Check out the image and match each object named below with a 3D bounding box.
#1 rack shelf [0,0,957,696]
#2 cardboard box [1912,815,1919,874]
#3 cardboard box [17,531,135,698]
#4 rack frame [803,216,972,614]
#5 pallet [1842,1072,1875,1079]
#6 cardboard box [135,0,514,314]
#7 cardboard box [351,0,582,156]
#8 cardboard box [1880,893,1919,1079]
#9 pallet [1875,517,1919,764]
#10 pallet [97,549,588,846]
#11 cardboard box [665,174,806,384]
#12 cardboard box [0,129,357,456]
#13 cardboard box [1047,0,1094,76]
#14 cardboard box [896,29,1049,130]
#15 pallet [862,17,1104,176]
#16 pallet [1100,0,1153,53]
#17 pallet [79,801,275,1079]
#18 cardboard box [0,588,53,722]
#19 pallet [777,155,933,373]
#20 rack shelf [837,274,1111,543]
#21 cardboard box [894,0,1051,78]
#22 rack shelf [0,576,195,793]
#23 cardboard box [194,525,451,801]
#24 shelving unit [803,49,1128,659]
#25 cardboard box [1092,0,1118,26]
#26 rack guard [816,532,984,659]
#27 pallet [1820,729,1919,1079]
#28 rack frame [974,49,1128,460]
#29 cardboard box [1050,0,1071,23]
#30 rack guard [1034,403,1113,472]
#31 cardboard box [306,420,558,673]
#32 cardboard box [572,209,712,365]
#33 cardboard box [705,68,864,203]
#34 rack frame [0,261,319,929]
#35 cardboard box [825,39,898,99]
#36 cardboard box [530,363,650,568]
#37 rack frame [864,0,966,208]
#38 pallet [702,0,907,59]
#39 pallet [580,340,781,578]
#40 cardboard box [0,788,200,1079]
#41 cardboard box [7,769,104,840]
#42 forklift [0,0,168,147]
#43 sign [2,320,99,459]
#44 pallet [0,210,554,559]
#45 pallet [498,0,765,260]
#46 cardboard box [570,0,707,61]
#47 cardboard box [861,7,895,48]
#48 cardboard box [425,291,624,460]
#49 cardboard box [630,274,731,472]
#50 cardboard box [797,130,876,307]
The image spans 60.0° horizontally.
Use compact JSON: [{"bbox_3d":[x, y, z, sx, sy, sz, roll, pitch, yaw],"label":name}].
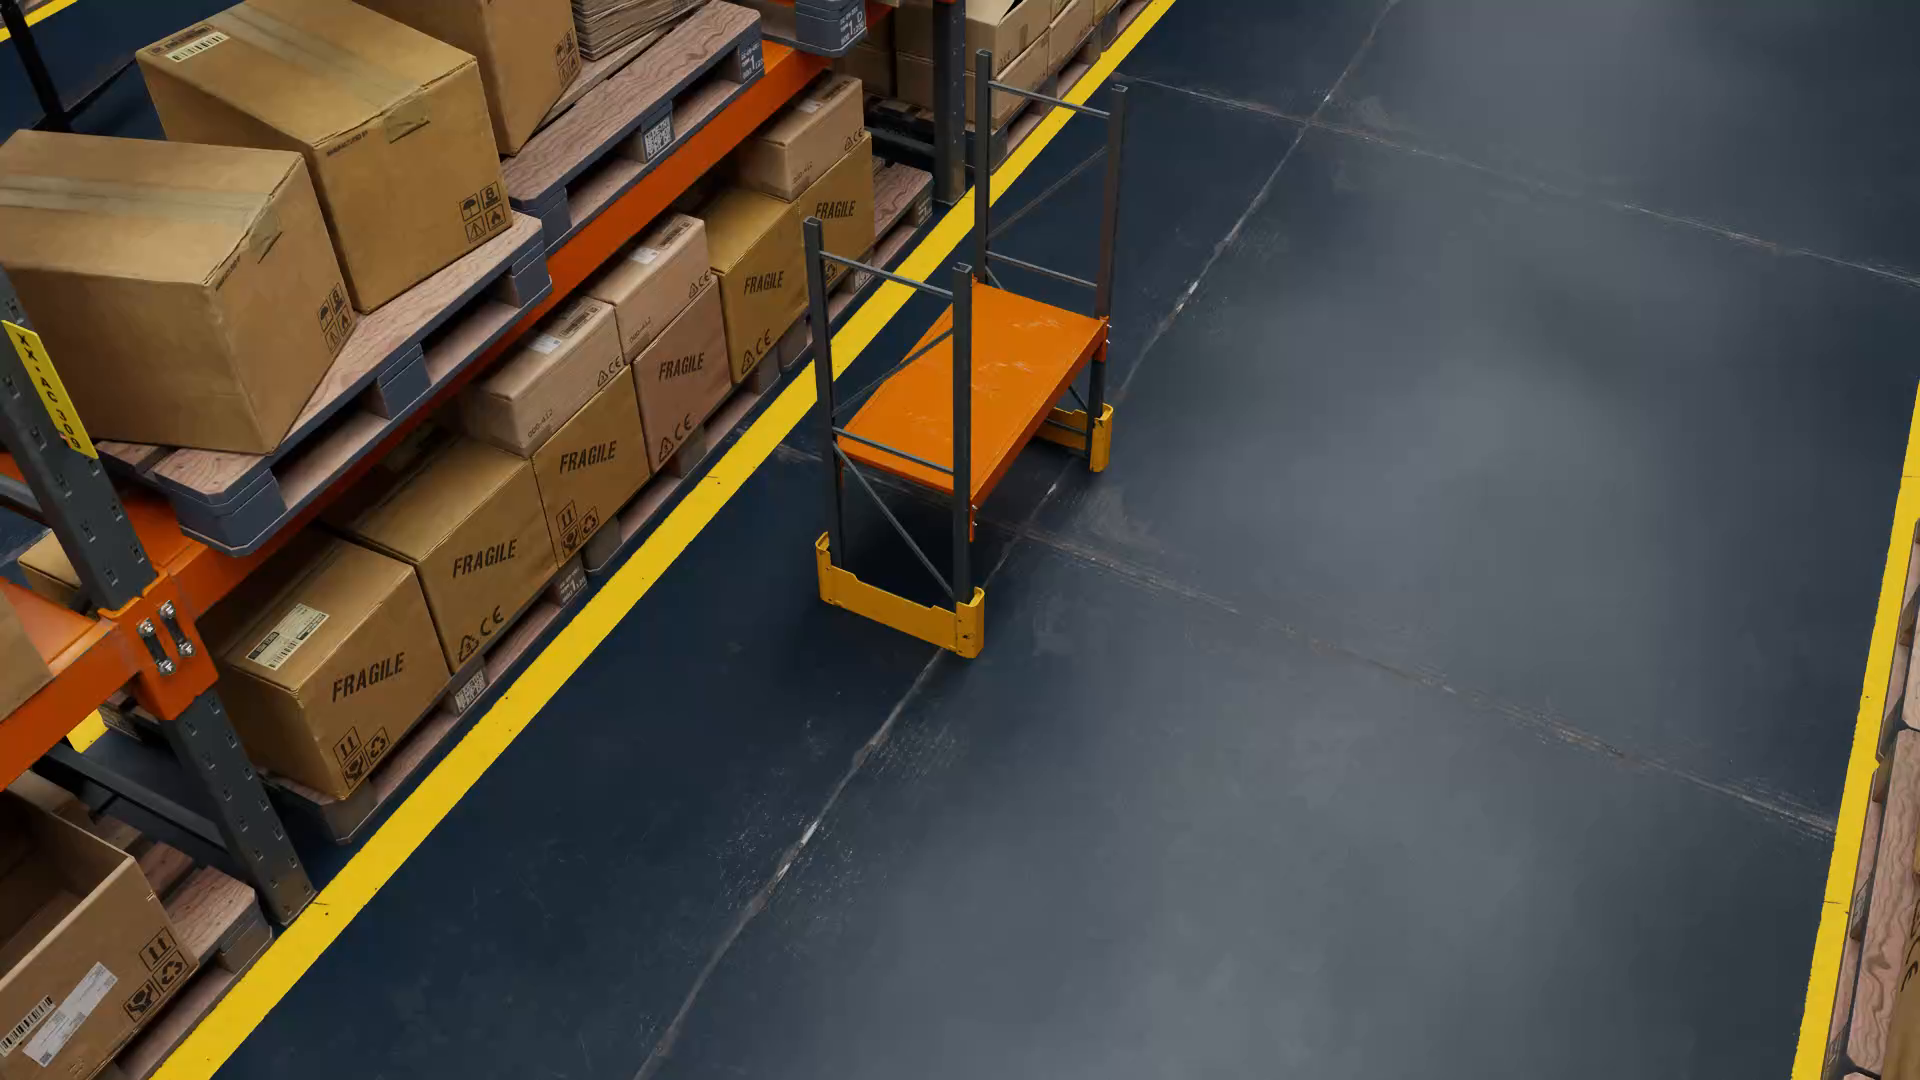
[{"bbox_3d":[-1.375,-1.174,5.307,1.077,0.370,4.000,20,49,19],"label":"rack shelf"},{"bbox_3d":[3.073,0.524,4.339,0.750,0.750,0.750,20,49,19],"label":"cardboard box"},{"bbox_3d":[-2.328,0.151,4.940,0.500,0.500,0.500,20,49,19],"label":"cardboard box"},{"bbox_3d":[-0.196,-0.261,4.953,0.500,1.500,0.032,20,49,19],"label":"rack frame"},{"bbox_3d":[2.378,1.935,3.689,1.003,0.211,1.213,20,49,19],"label":"pallet"},{"bbox_3d":[-1.622,-1.029,4.292,0.700,0.500,0.500,28,52,25],"label":"cardboard box"},{"bbox_3d":[-1.538,-1.483,4.741,0.700,0.500,0.500,9,46,9],"label":"cardboard box"},{"bbox_3d":[2.683,1.061,3.809,0.750,0.750,0.750,22,49,20],"label":"cardboard box"},{"bbox_3d":[3.510,0.398,5.208,1.003,0.211,1.213,20,49,19],"label":"pallet"},{"bbox_3d":[-1.959,0.288,5.317,1.003,0.211,1.213,20,49,19],"label":"pallet"},{"bbox_3d":[-0.913,-0.970,6.048,0.500,0.500,0.500,19,48,18],"label":"cardboard box"},{"bbox_3d":[-1.885,-0.574,3.843,0.700,0.500,0.500,6,46,6],"label":"cardboard box"},{"bbox_3d":[0.290,-2.418,7.669,0.500,0.250,0.500,19,48,18],"label":"cardboard box"},{"bbox_3d":[0.057,-2.101,7.356,0.500,0.250,0.500,20,49,19],"label":"cardboard box"},{"bbox_3d":[-0.029,-2.213,7.788,1.003,0.211,1.213,20,49,19],"label":"pallet"},{"bbox_3d":[0.538,-2.978,8.545,1.003,0.211,1.213,20,49,19],"label":"pallet"},{"bbox_3d":[-2.623,1.245,4.371,1.003,0.211,1.213,20,49,19],"label":"pallet"},{"bbox_3d":[-2.308,0.197,3.376,0.500,0.500,0.500,21,49,20],"label":"cardboard box"},{"bbox_3d":[-0.826,-1.249,6.836,1.003,0.211,1.213,20,49,19],"label":"pallet"},{"bbox_3d":[0.040,-0.455,5.398,0.538,0.185,1.000,20,49,19],"label":"rack shelf"},{"bbox_3d":[0.057,-2.298,7.156,0.500,0.311,0.500,22,49,20],"label":"cardboard box"},{"bbox_3d":[-3.231,1.346,2.817,1.077,0.370,4.000,20,49,19],"label":"rack shelf"},{"bbox_3d":[-1.863,0.333,4.760,0.500,0.500,0.500,18,48,17],"label":"cardboard box"},{"bbox_3d":[0.035,-0.575,5.264,0.587,1.500,1.083,20,49,19],"label":"shelving unit"},{"bbox_3d":[0.526,-2.748,7.994,0.500,0.250,0.500,19,48,18],"label":"cardboard box"},{"bbox_3d":[-0.196,0.178,5.398,0.587,0.250,0.087,20,49,19],"label":"rack guard"},{"bbox_3d":[2.943,1.164,4.451,1.003,0.211,1.213,20,49,19],"label":"pallet"},{"bbox_3d":[0.276,-0.901,5.586,0.500,1.500,0.032,20,49,19],"label":"rack frame"},{"bbox_3d":[0.293,-2.632,7.486,0.500,0.311,0.500,19,48,18],"label":"cardboard box"},{"bbox_3d":[0.267,-0.450,6.019,0.587,0.250,0.087,20,49,19],"label":"rack guard"},{"bbox_3d":[-1.625,-0.007,5.096,0.500,0.500,0.500,21,49,20],"label":"cardboard box"},{"bbox_3d":[-1.166,-0.877,5.429,0.500,0.250,0.500,20,49,18],"label":"cardboard box"},{"bbox_3d":[-0.695,-1.523,6.067,0.500,0.250,0.500,22,49,21],"label":"cardboard box"},{"bbox_3d":[-2.303,-0.167,3.806,1.000,3.000,0.127,20,49,19],"label":"rack frame"},{"bbox_3d":[-0.418,-2.280,7.532,0.500,0.250,0.500,22,49,20],"label":"cardboard box"},{"bbox_3d":[-1.386,-0.319,5.405,0.500,0.500,0.500,21,49,20],"label":"cardboard box"},{"bbox_3d":[-0.446,-2.687,6.297,1.000,3.000,0.127,20,49,19],"label":"rack frame"},{"bbox_3d":[-0.699,-2.169,5.920,1.213,0.211,1.003,20,49,19],"label":"pallet"},{"bbox_3d":[-1.394,-0.483,6.079,1.003,0.211,1.213,20,49,19],"label":"pallet"},{"bbox_3d":[-2.316,1.009,4.091,0.500,0.500,0.500,20,49,19],"label":"cardboard box"},{"bbox_3d":[-2.689,0.816,4.415,0.500,0.311,0.500,20,49,19],"label":"cardboard box"},{"bbox_3d":[-3.955,-2.019,5.685,1.130,2.935,3.031,12,47,12],"label":"forklift"},{"bbox_3d":[-1.819,-0.297,3.326,0.100,0.325,0.005,20,49,19],"label":"sign"},{"bbox_3d":[-1.835,-0.567,4.336,1.003,0.211,1.213,20,49,19],"label":"pallet"},{"bbox_3d":[-1.345,-1.393,5.153,1.003,0.211,1.213,20,49,19],"label":"pallet"},{"bbox_3d":[-1.232,-1.923,5.176,0.700,0.500,0.500,30,52,26],"label":"cardboard box"},{"bbox_3d":[-0.421,-2.477,7.332,0.500,0.311,0.500,22,49,20],"label":"cardboard box"},{"bbox_3d":[-1.398,-0.561,5.116,0.500,0.250,0.500,21,49,19],"label":"cardboard box"},{"bbox_3d":[-1.151,-0.638,5.719,0.500,0.500,0.500,19,48,18],"label":"cardboard box"},{"bbox_3d":[-0.672,-1.296,6.370,0.500,0.500,0.500,22,49,21],"label":"cardboard box"}]
